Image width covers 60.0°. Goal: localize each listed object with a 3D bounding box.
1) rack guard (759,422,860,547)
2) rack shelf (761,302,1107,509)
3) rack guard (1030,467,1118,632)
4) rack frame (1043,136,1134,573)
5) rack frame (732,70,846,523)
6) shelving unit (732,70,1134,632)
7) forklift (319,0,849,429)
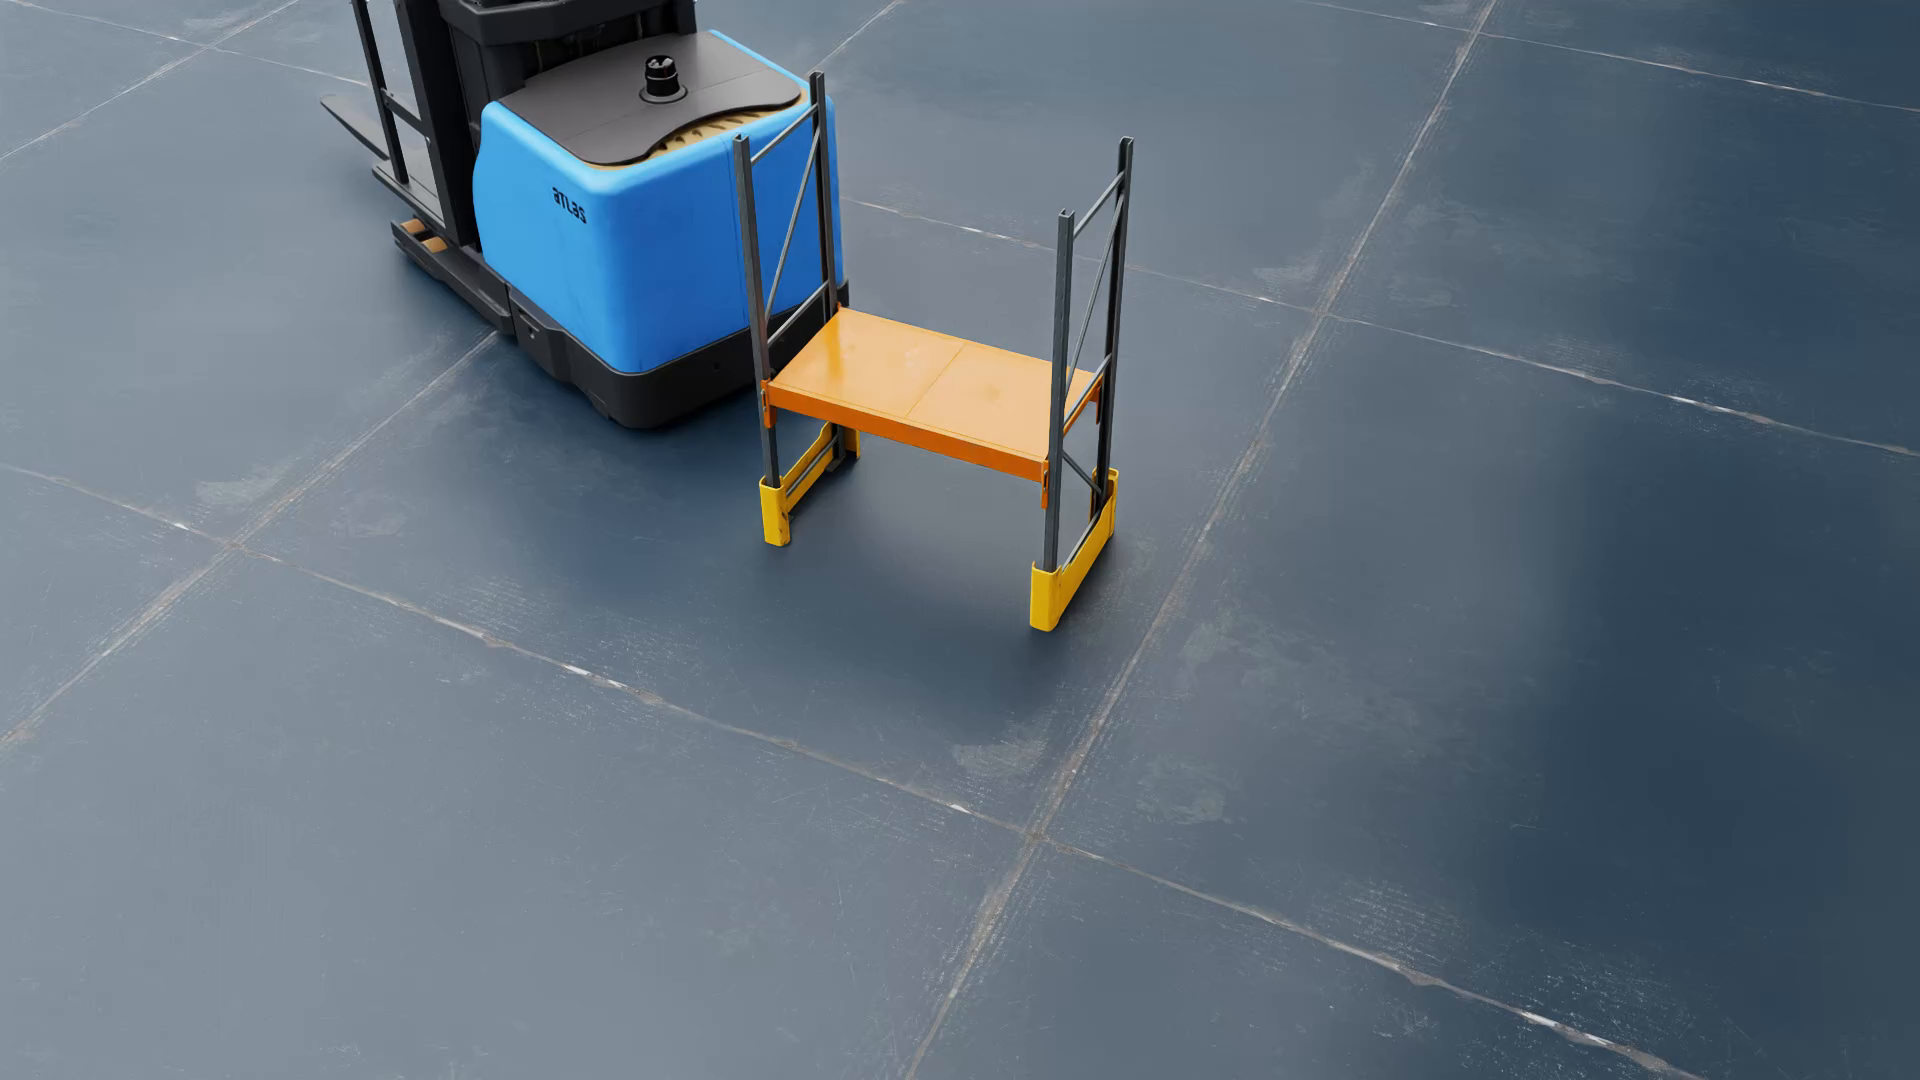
[{"bbox_3d":[-0.520,-0.253,5.852,0.087,0.250,0.587,17,44,19],"label":"rack guard"},{"bbox_3d":[-0.077,-0.454,5.404,1.000,0.185,0.538,17,44,19],"label":"rack shelf"},{"bbox_3d":[0.382,0.022,5.533,0.087,0.250,0.587,17,44,19],"label":"rack guard"},{"bbox_3d":[0.383,-0.450,5.124,0.032,1.500,0.500,17,44,19],"label":"rack frame"},{"bbox_3d":[-0.538,-0.731,5.448,0.032,1.500,0.500,17,44,19],"label":"rack frame"},{"bbox_3d":[-0.069,-0.588,5.283,1.083,1.500,0.587,17,44,19],"label":"shelving unit"},{"bbox_3d":[-1.773,-2.410,6.292,1.130,2.935,3.031,-29,49,-29],"label":"forklift"}]
